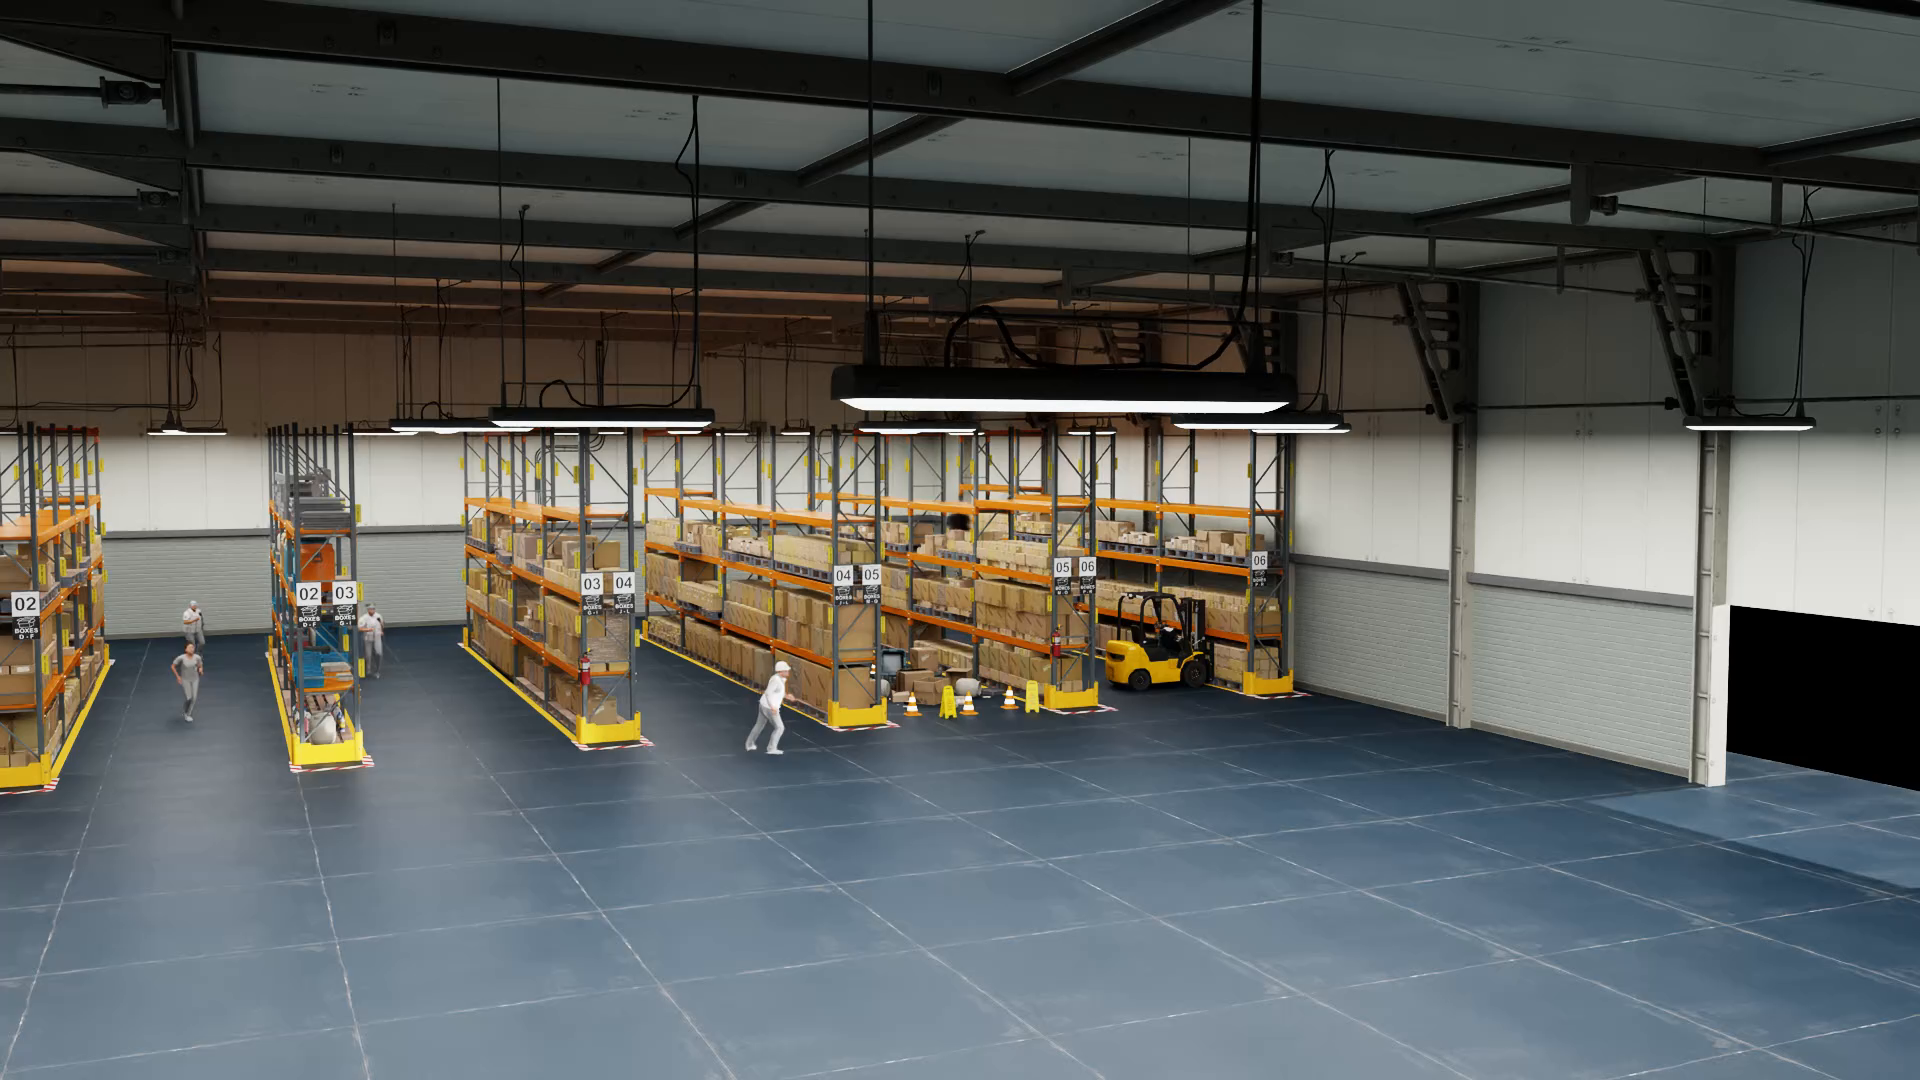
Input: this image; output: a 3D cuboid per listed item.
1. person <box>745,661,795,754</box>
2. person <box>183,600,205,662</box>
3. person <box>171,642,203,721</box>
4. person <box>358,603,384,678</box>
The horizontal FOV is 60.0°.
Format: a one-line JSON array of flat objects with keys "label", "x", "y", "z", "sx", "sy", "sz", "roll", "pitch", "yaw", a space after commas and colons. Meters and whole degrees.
[{"label": "person", "x": -3.437, "y": 3.042, "z": 30.217, "sx": 0.896, "sy": 1.701, "sz": 0.712, "roll": -1, "pitch": 4, "yaw": -15}, {"label": "person", "x": -19.521, "y": 2.335, "z": 42.316, "sx": 0.549, "sy": 1.625, "sz": 0.843, "roll": -3, "pitch": 5, "yaw": -44}, {"label": "person", "x": -15.529, "y": 2.871, "z": 33.496, "sx": 0.571, "sy": 1.596, "sz": 0.632, "roll": -3, "pitch": 5, "yaw": -40}, {"label": "person", "x": -14.118, "y": 2.413, "z": 39.913, "sx": 0.613, "sy": 1.838, "sz": 0.855, "roll": -2, "pitch": 4, "yaw": -29}]
